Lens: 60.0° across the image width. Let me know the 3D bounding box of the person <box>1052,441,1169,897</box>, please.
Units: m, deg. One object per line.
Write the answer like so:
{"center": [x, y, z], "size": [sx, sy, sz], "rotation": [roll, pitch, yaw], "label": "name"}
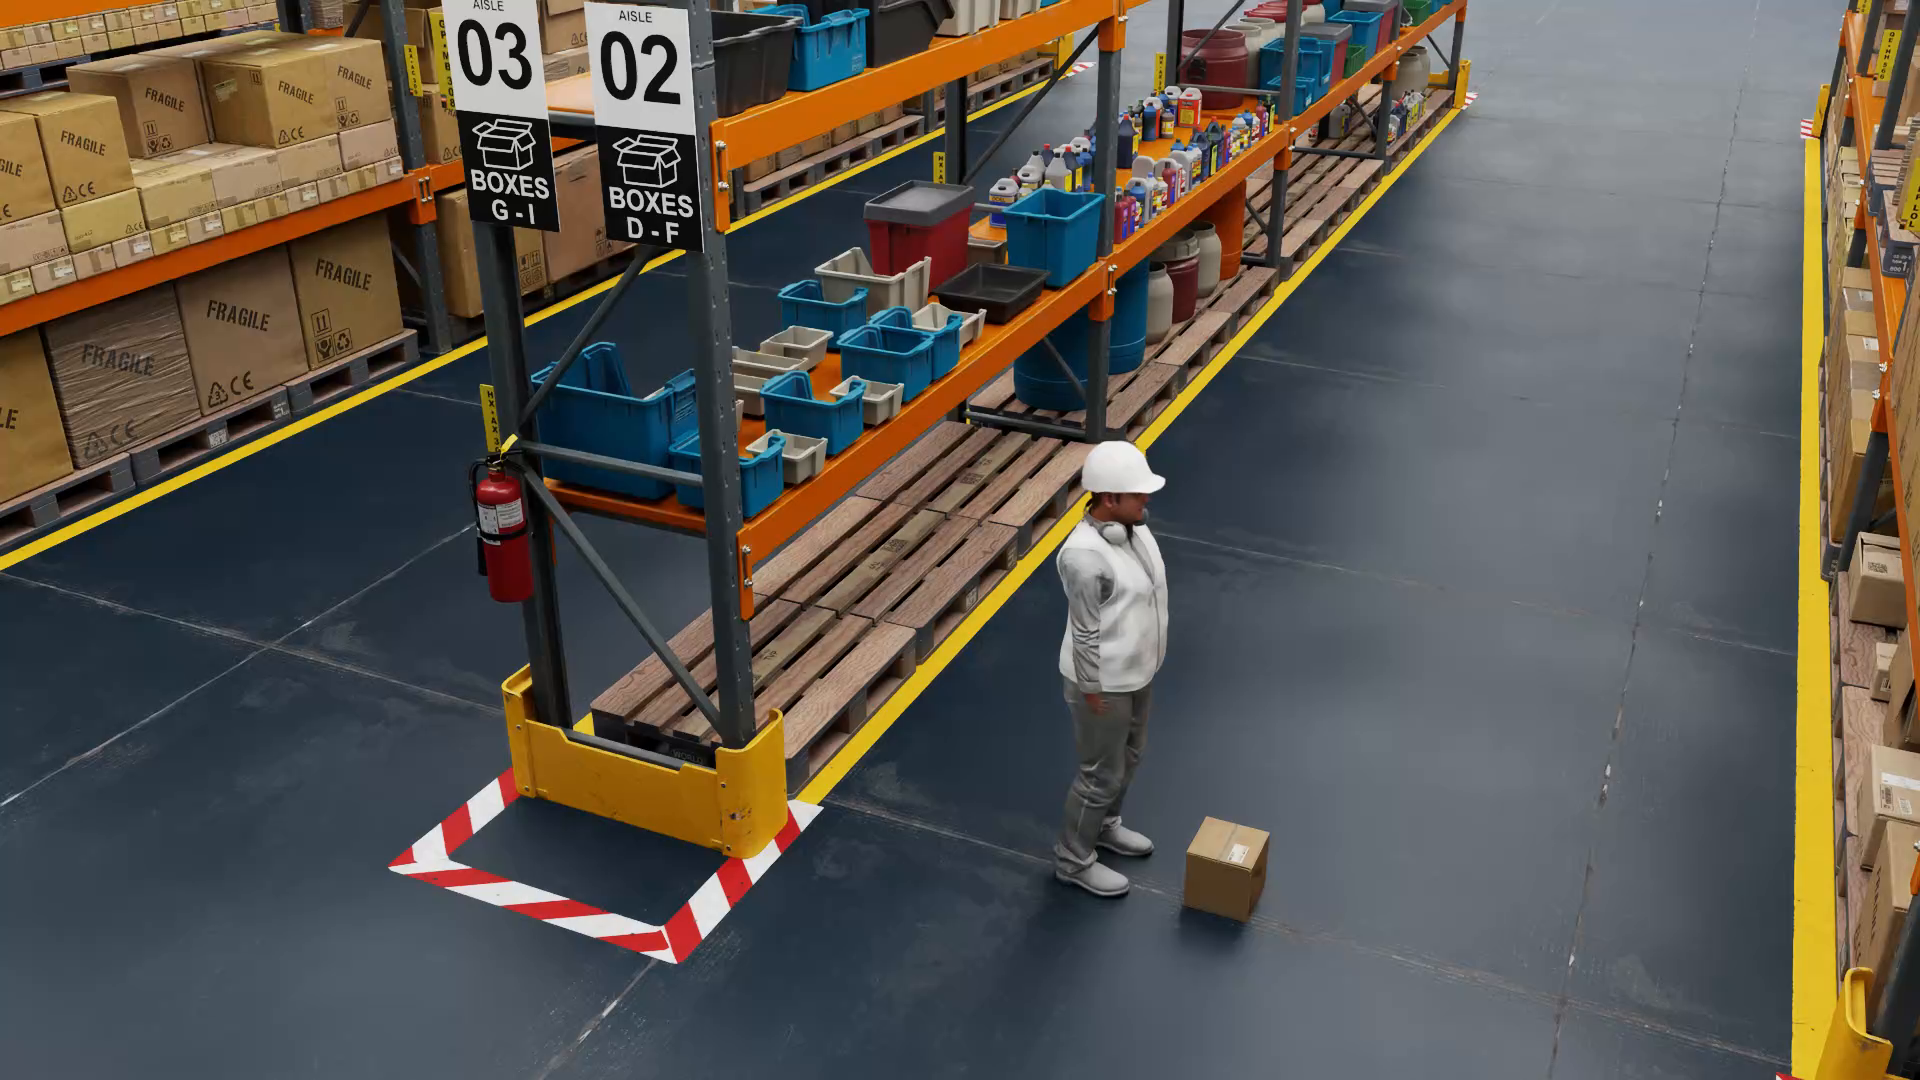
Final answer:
{"center": [0.568, 0.463, 6.143], "size": [0.360, 1.767, 0.532], "rotation": [12, 28, 23], "label": "person"}
